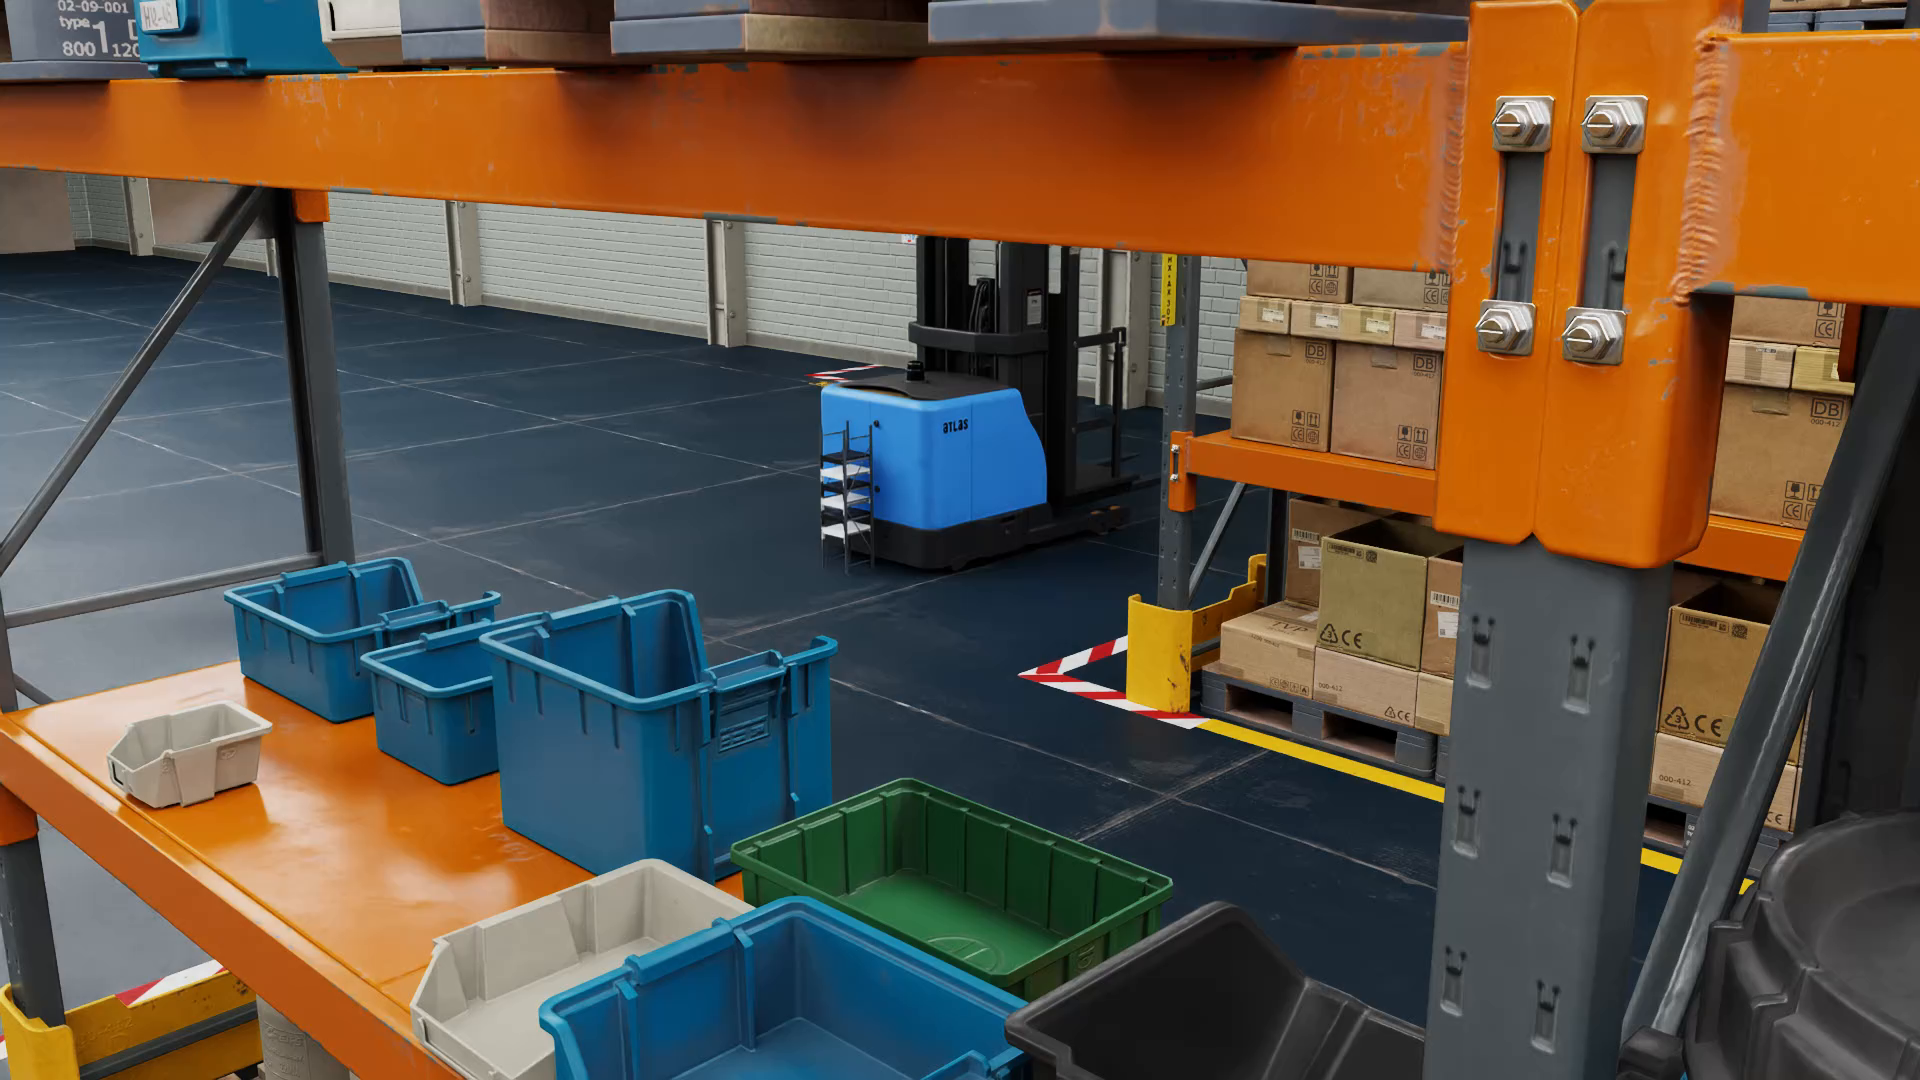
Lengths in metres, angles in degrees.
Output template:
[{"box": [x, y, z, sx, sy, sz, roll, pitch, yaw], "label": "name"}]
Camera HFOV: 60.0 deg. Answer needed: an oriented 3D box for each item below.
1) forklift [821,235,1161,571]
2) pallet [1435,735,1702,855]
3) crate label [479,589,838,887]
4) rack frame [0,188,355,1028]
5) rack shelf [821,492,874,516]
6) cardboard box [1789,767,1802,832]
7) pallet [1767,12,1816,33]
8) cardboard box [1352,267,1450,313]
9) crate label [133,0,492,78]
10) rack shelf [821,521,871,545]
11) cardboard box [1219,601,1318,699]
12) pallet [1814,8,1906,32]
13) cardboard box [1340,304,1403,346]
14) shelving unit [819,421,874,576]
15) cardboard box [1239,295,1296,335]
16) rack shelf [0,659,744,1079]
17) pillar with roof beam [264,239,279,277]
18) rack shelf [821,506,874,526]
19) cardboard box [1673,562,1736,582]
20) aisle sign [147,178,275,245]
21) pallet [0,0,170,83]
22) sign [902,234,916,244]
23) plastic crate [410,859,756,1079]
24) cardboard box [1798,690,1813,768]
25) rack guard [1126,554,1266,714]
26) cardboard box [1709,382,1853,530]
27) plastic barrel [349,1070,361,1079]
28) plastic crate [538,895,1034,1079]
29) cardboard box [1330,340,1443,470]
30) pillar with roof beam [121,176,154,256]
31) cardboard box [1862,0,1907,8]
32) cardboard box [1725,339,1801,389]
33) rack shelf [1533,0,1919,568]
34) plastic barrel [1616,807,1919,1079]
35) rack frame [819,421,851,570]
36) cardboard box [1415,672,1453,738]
[{"box": [0.503, -1.528, 10.985, 1.130, 2.935, 3.031, 14, 20, 42], "label": "forklift"}, {"box": [2.773, 0.928, 6.951, 1.213, 0.211, 1.003, 14, 20, 42], "label": "pallet"}, {"box": [-0.609, 0.393, 3.403, 0.616, 0.435, 0.502, 14, 20, 42], "label": "crate label"}, {"box": [-2.121, 0.138, 4.455, 0.127, 3.000, 1.000, 14, 20, 42], "label": "rack frame"}, {"box": [-0.687, -0.222, 10.130, 0.200, 0.077, 0.258, 13, 20, 41], "label": "rack shelf"}, {"box": [3.360, 0.936, 6.012, 0.500, 0.250, 0.500, 14, 20, 42], "label": "cardboard box"}, {"box": [2.693, -1.828, 6.224, 1.213, 0.211, 1.003, 14, 20, 42], "label": "pallet"}, {"box": [2.067, -1.253, 7.020, 0.500, 0.500, 0.700, 13, 19, 41], "label": "cardboard box"}, {"box": [-1.003, -0.854, 2.608, 0.408, 0.251, 0.502, 14, 20, 42], "label": "crate label"}, {"box": [-0.687, -0.047, 10.175, 0.200, 0.077, 0.258, 13, 20, 41], "label": "rack shelf"}, {"box": [1.551, 0.501, 7.682, 0.500, 0.250, 0.500, 14, 20, 42], "label": "cardboard box"}, {"box": [3.567, -1.614, 5.404, 1.213, 0.211, 1.003, 14, 20, 42], "label": "pallet"}, {"box": [1.823, -0.926, 7.051, 0.250, 0.149, 0.380, 14, 20, 42], "label": "cardboard box"}, {"box": [-0.687, -0.254, 10.122, 0.210, 0.900, 0.258, 13, 20, 41], "label": "shelving unit"}, {"box": [1.452, -1.015, 7.395, 0.250, 0.149, 0.380, 13, 20, 42], "label": "cardboard box"}, {"box": [-0.682, 0.836, 3.203, 4.000, 0.370, 1.077, 14, 20, 42], "label": "rack shelf"}, {"box": [-14.406, -8.017, 23.854, 0.400, 9.000, 9.100, 14, 20, 42], "label": "pillar with roof beam"}, {"box": [-0.687, -0.135, 10.153, 0.200, 0.077, 0.258, 13, 20, 41], "label": "rack shelf"}, {"box": [3.001, 0.304, 6.951, 0.500, 0.500, 0.500, 14, 20, 42], "label": "cardboard box"}, {"box": [-1.967, -1.187, 4.383, 0.004, 0.787, 0.394, 14, 20, 42], "label": "aisle sign"}, {"box": [-1.594, -1.060, 3.477, 1.213, 0.211, 1.003, 14, 20, 42], "label": "pallet"}, {"box": [-0.539, -3.317, 17.644, 0.234, 0.329, 0.001, 14, 20, 42], "label": "sign"}, {"box": [-0.587, 0.727, 2.716, 0.437, 0.136, 0.530, 14, 20, 42], "label": "plastic crate"}, {"box": [3.362, 0.573, 5.919, 0.500, 0.500, 0.500, 14, 20, 42], "label": "cardboard box"}, {"box": [1.302, 0.445, 8.235, 0.348, 0.500, 1.175, 14, 20, 42], "label": "rack guard"}, {"box": [3.132, -0.365, 6.187, 0.500, 0.500, 0.700, 14, 20, 43], "label": "cardboard box"}, {"box": [-1.234, 1.327, 3.990, 0.421, 0.512, 0.421, 0, 15, 0], "label": "plastic barrel"}, {"box": [-0.227, 0.765, 2.341, 0.616, 0.251, 0.499, 14, 20, 42], "label": "plastic crate"}, {"box": [2.028, -0.634, 7.219, 0.700, 0.500, 0.500, -14, 20, -43], "label": "cardboard box"}, {"box": [-18.725, -9.067, 27.884, 0.400, 9.000, 9.100, 14, 20, 42], "label": "pillar with roof beam"}, {"box": [3.141, -1.823, 5.419, 0.250, 0.149, 0.380, 14, 20, 42], "label": "cardboard box"}, {"box": [2.941, -0.654, 6.009, 0.380, 0.149, 0.250, -14, 20, -43], "label": "cardboard box"}, {"box": [2.198, 0.084, 0.138, 4.000, 0.370, 1.077, 14, 20, 42], "label": "rack shelf"}, {"box": [0.826, 0.718, 1.235, 0.708, 0.901, 0.600, 14, 20, 42], "label": "plastic barrel"}, {"box": [-0.762, -0.271, 10.189, 0.006, 0.900, 0.240, 13, 20, 41], "label": "rack frame"}, {"box": [2.273, 0.675, 7.012, 0.500, 0.250, 0.500, 14, 20, 42], "label": "cardboard box"}]
